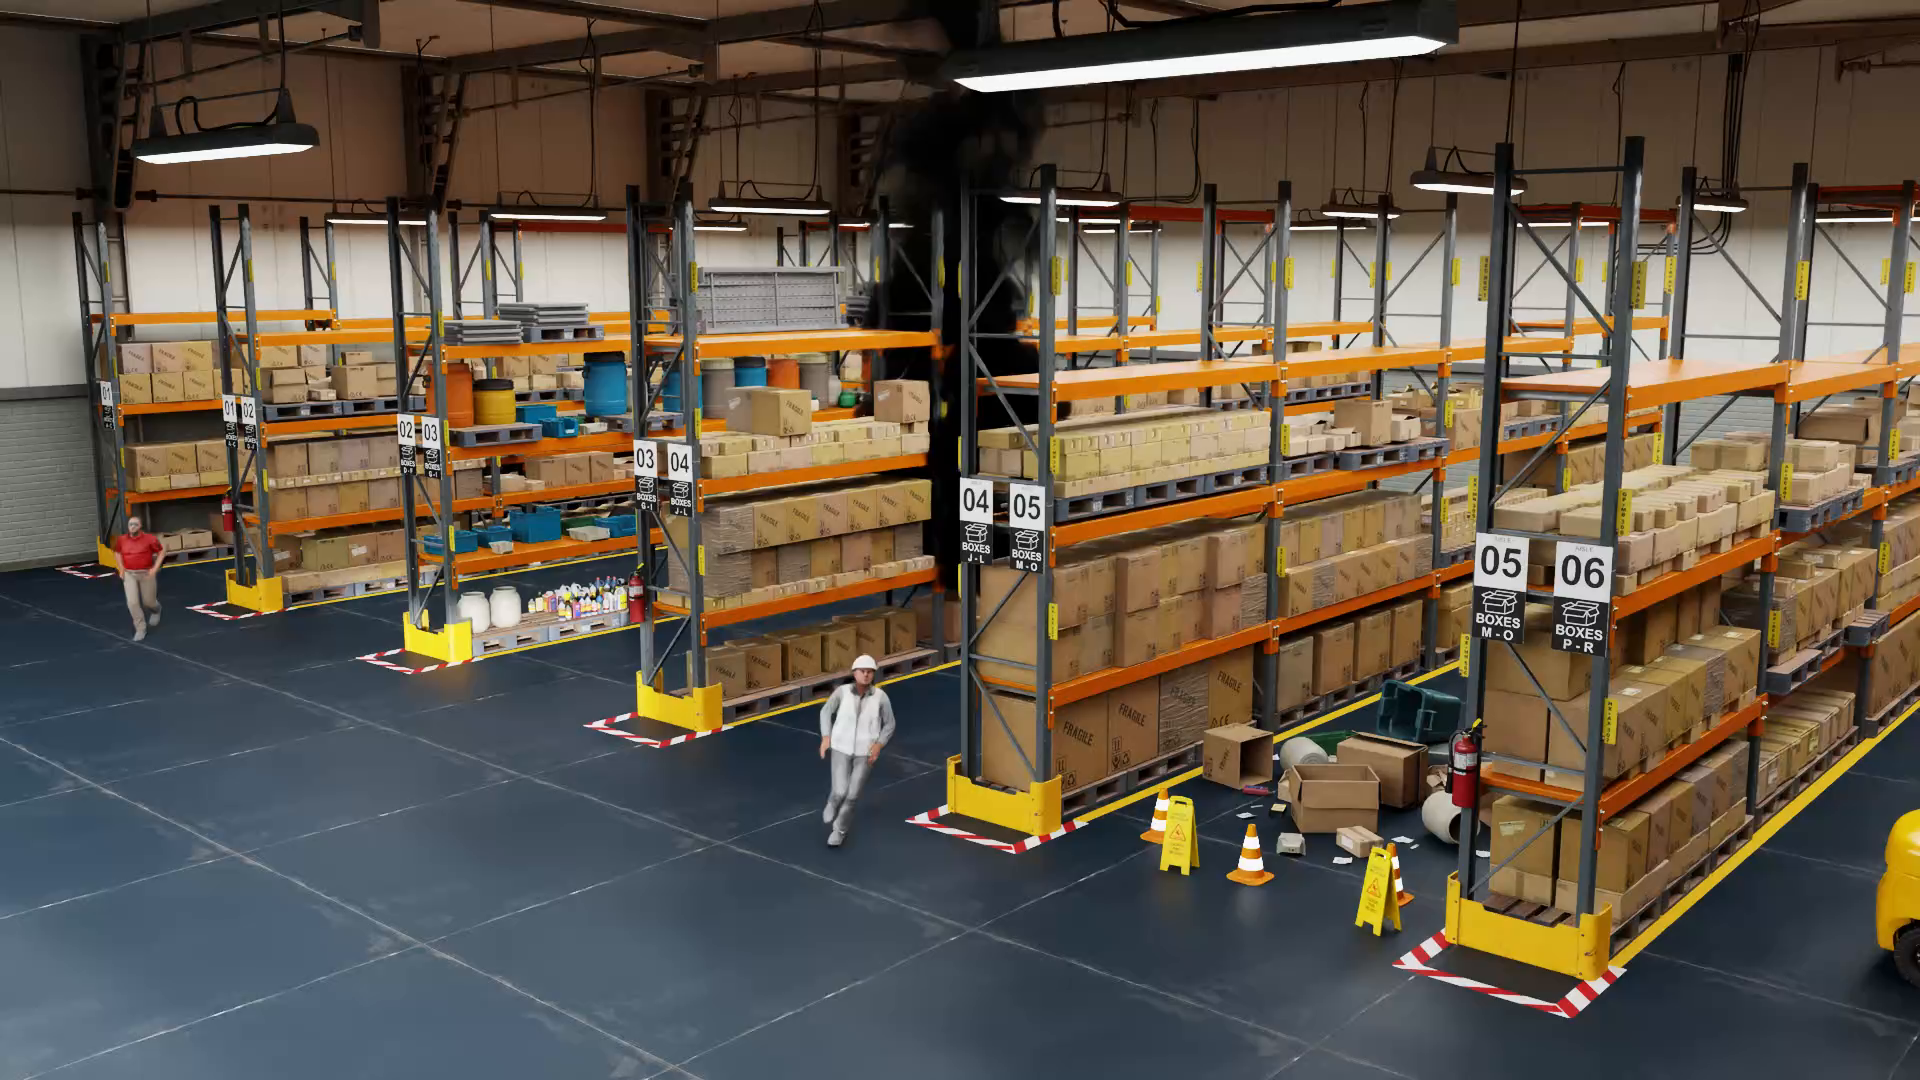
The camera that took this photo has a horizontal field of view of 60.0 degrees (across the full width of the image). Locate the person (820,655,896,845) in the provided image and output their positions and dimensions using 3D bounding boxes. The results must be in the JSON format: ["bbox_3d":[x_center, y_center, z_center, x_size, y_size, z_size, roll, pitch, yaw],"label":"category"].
[{"bbox_3d":[-0.913,1.875,14.912,0.683,1.699,0.533,0,9,-2],"label":"person"}]

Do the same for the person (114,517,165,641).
[{"bbox_3d":[-11.443,0.498,23.232,0.658,1.698,0.778,-3,10,-16],"label":"person"}]
